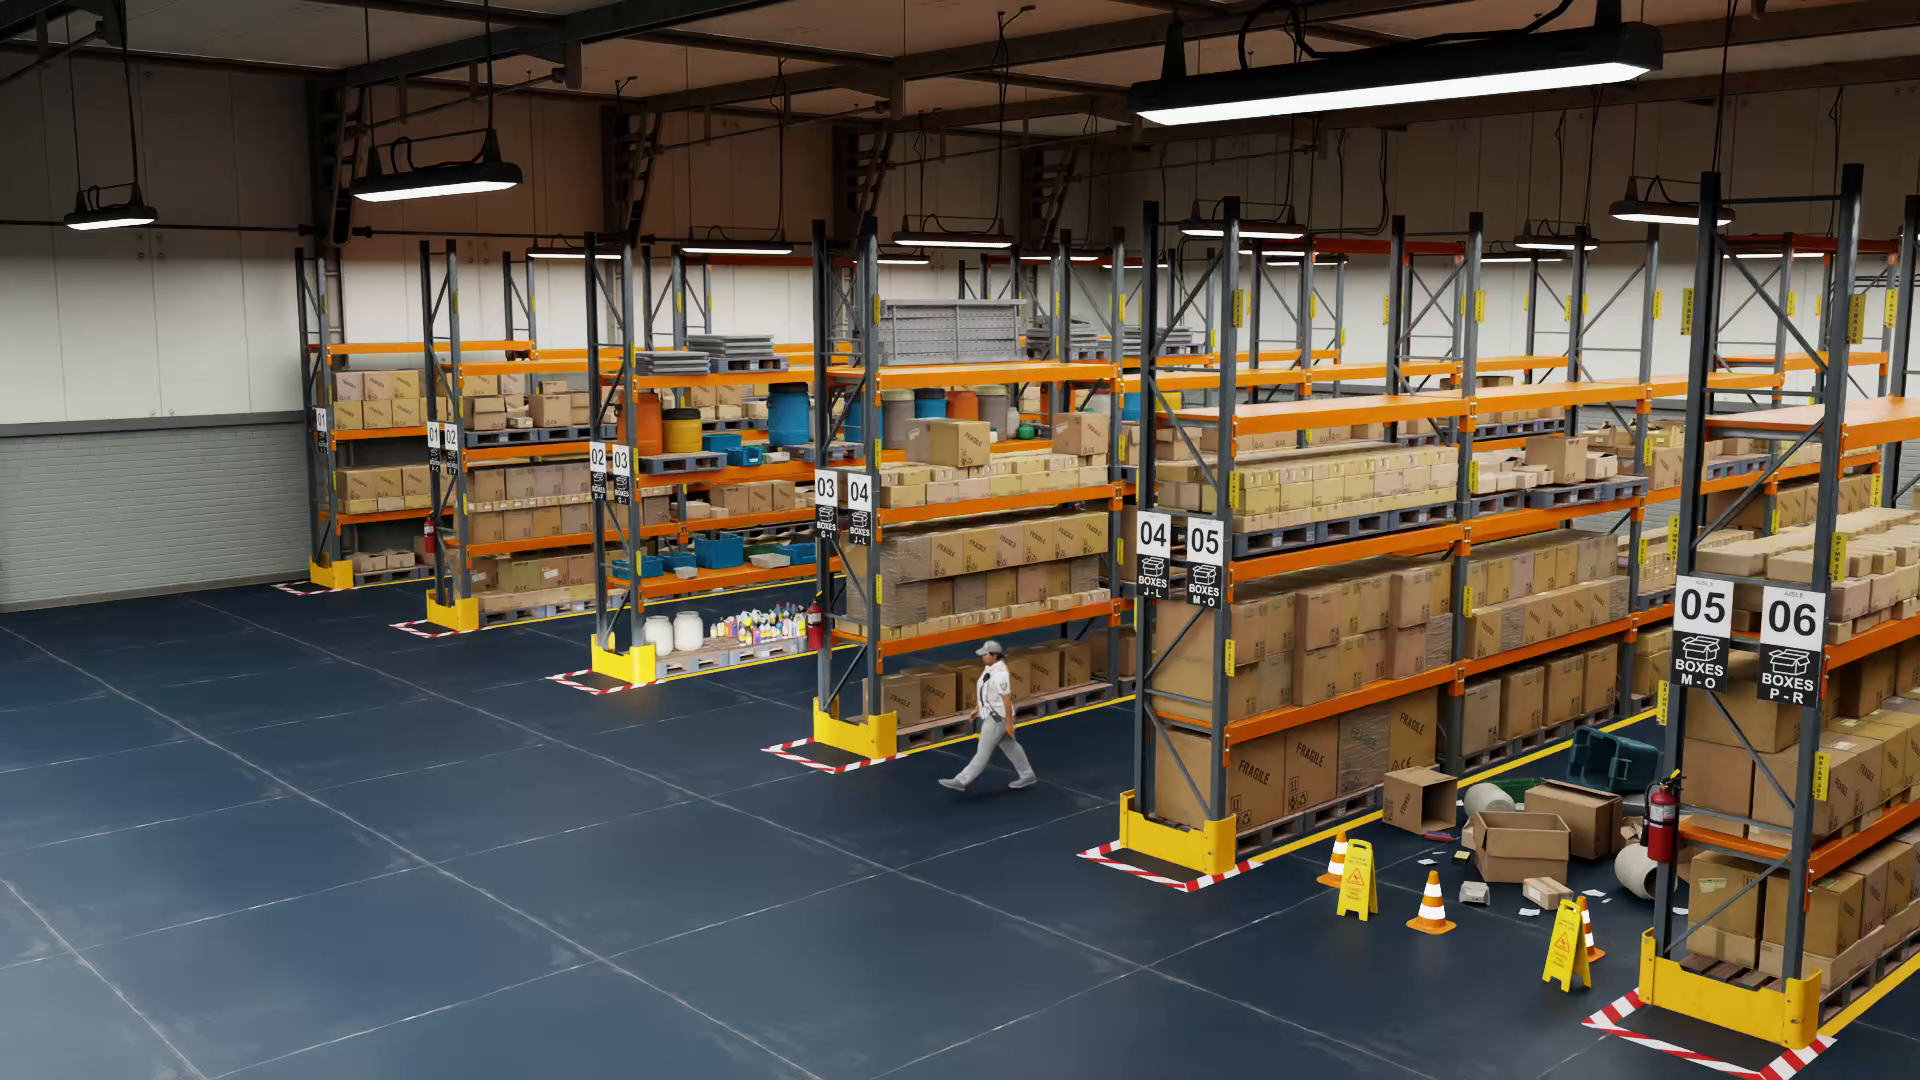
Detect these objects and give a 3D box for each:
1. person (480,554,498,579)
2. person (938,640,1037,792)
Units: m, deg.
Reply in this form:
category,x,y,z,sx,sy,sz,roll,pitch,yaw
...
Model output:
category,x,y,z,sx,sy,sz,roll,pitch,yaw
person,-7.944,0.249,28.341,0.662,1.571,0.621,-7,11,-40
person,0.290,1.832,17.331,1.060,1.597,0.503,-1,8,-4
